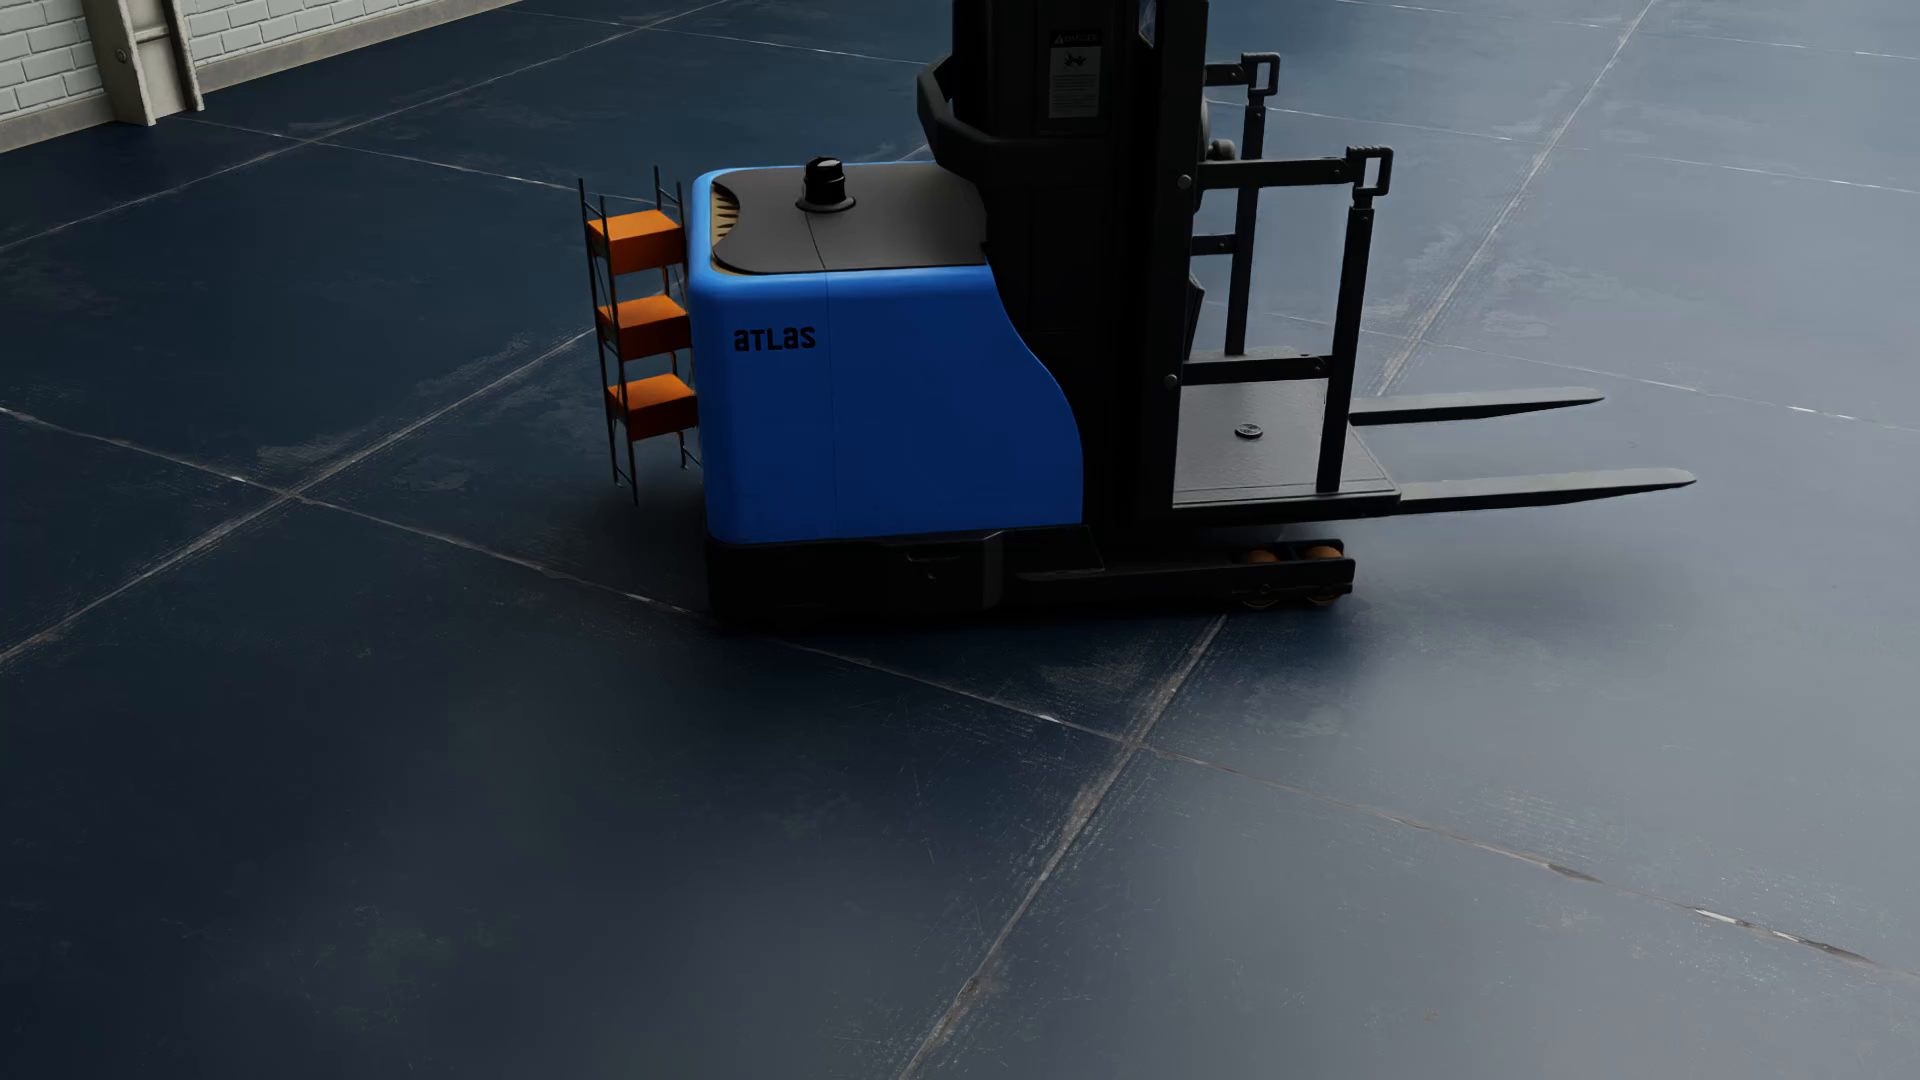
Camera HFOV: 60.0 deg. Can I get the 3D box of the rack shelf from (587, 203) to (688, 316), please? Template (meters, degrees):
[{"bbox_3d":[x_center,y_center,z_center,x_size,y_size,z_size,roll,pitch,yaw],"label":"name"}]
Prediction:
[{"bbox_3d":[-1.002,-0.873,5.167,0.240,0.259,0.215,-17,34,-26],"label":"rack shelf"}]

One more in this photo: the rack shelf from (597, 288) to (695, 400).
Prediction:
[{"bbox_3d":[-1.002,-0.627,5.308,0.240,0.259,0.215,-17,34,-26],"label":"rack shelf"}]

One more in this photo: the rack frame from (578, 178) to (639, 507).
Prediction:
[{"bbox_3d":[-1.106,-0.605,5.249,0.008,1.050,0.200,-17,34,-26],"label":"rack frame"}]

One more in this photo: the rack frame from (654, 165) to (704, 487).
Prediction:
[{"bbox_3d":[-0.897,-0.668,5.357,0.008,1.050,0.200,-17,34,-26],"label":"rack frame"}]

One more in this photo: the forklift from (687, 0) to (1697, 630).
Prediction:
[{"bbox_3d":[0.728,-1.330,4.622,3.031,2.935,1.130,-4,30,-6],"label":"forklift"}]

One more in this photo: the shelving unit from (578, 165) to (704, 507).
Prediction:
[{"bbox_3d":[-1.002,-0.636,5.303,0.252,1.050,0.215,-17,34,-26],"label":"shelving unit"}]

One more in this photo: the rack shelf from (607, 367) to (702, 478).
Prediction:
[{"bbox_3d":[-1.001,-0.386,5.447,0.240,0.259,0.215,-17,34,-26],"label":"rack shelf"}]

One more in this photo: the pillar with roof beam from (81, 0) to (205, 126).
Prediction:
[{"bbox_3d":[-0.737,-5.355,5.538,9.100,9.000,0.400,14,33,23],"label":"pillar with roof beam"}]
